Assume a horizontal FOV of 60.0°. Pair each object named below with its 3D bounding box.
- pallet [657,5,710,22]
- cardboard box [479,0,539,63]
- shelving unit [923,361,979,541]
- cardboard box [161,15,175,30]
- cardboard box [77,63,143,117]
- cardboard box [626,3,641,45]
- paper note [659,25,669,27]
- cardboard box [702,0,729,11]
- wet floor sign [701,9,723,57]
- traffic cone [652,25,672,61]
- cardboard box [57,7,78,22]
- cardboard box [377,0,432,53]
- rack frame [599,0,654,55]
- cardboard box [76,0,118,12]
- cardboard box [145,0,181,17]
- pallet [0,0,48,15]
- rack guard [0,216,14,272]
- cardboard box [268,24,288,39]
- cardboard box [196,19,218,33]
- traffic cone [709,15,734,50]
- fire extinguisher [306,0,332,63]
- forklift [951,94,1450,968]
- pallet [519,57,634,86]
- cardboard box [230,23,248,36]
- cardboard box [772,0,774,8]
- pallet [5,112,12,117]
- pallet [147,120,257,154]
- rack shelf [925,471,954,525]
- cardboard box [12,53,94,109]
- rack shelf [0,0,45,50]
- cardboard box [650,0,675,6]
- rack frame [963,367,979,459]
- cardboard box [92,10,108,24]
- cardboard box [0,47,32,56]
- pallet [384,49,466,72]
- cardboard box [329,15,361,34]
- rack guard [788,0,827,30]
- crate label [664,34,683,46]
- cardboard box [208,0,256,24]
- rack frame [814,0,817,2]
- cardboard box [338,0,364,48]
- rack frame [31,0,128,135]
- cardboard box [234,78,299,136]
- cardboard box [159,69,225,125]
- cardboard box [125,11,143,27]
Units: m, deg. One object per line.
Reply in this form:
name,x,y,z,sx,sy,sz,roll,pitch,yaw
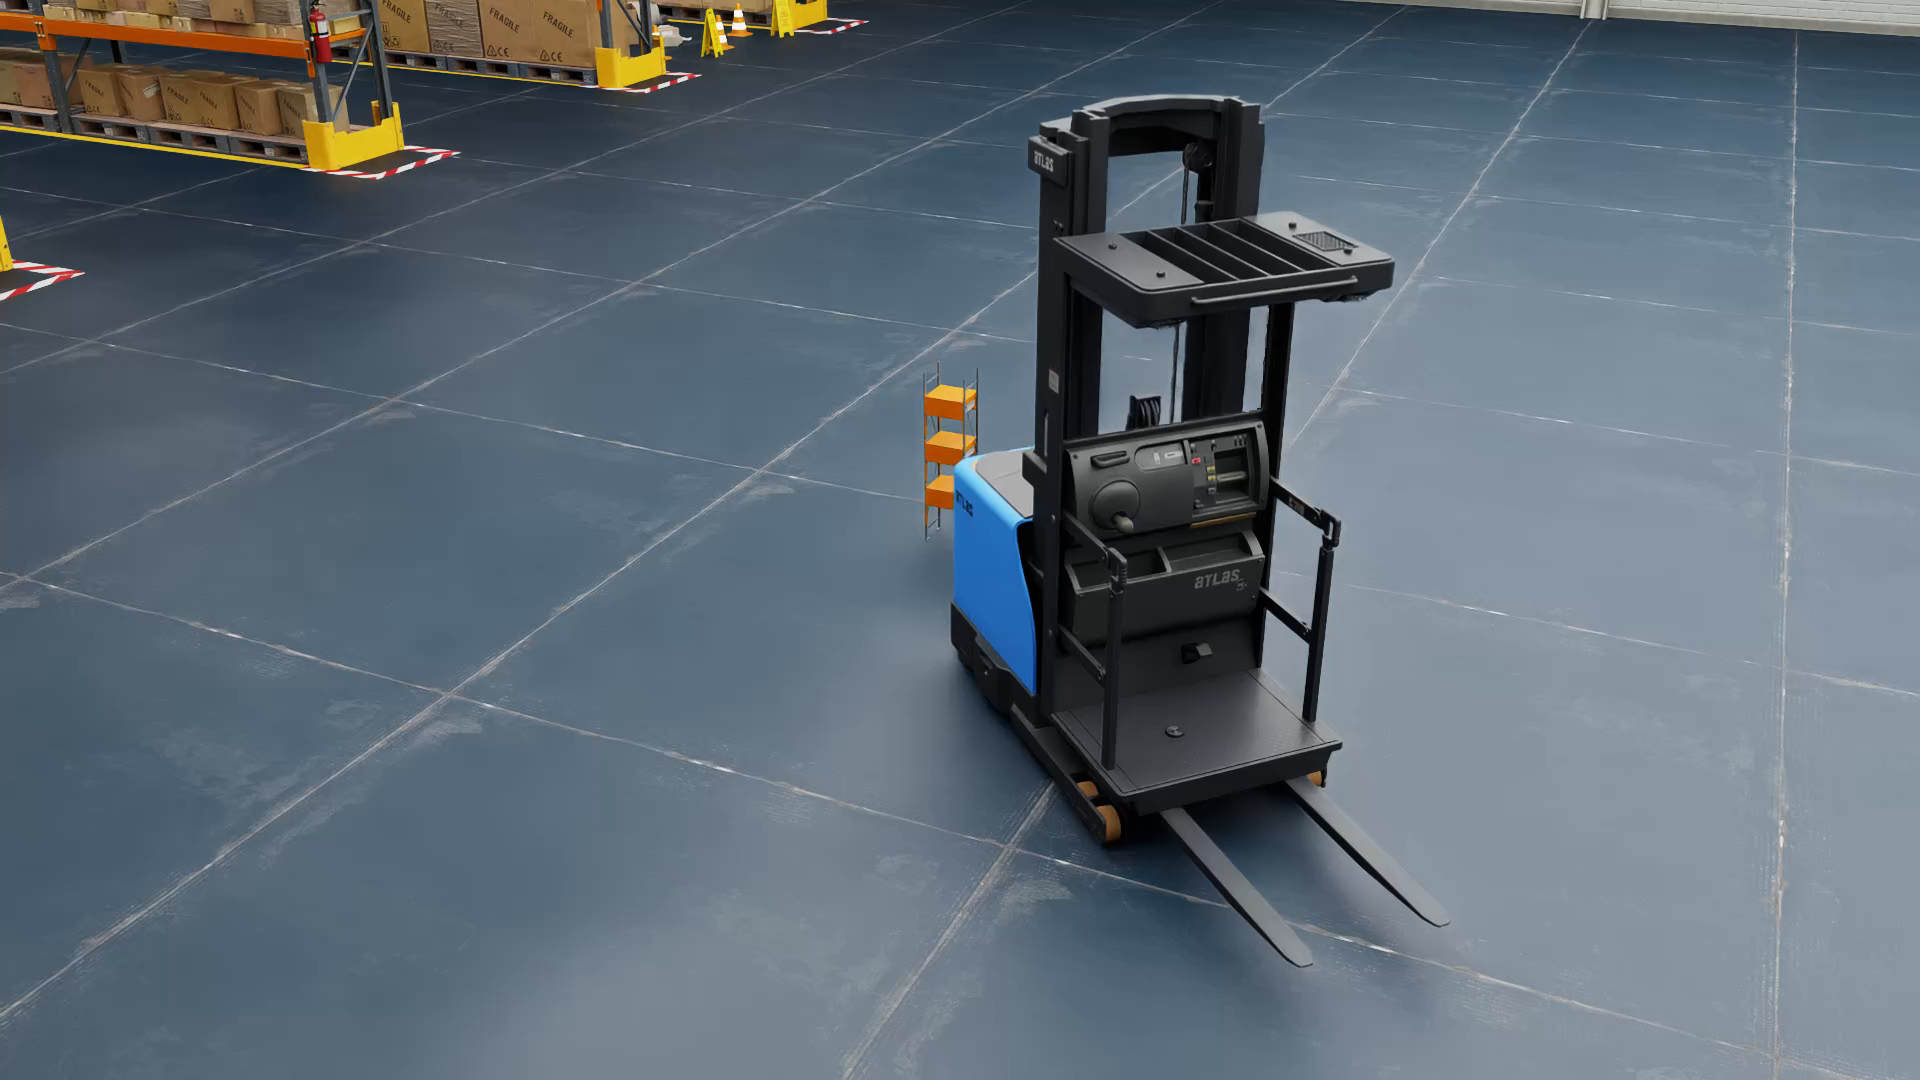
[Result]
pallet,-4.347,-8.670,27.121,1.213,0.211,1.003,11,28,22
cardboard box,-5.850,-7.005,22.511,0.875,0.875,0.875,11,28,21
shelving unit,-0.049,-0.481,9.538,0.252,1.050,0.215,11,28,22
cardboard box,-8.502,-5.698,18.212,0.250,0.149,0.380,11,28,22
cardboard box,-9.843,-5.245,19.362,0.500,0.500,0.500,10,28,20
cardboard box,-5.094,-7.704,24.828,0.637,0.503,0.797,-7,27,-14
paper note,-4.656,-8.082,26.131,0.148,0.019,0.142,2,26,4
cardboard box,-3.762,-8.613,26.486,0.500,0.250,0.500,11,28,22
wet floor sign,-3.558,-7.247,23.738,0.232,0.644,0.267,6,27,13
traffic cone,-4.299,-7.042,23.529,0.334,0.463,0.336,11,28,22
cardboard box,-9.897,-5.944,18.711,0.250,0.149,0.380,11,28,22
cardboard box,-7.501,-7.335,23.183,0.875,0.875,0.875,12,29,23
rack frame,-4.404,-7.512,21.612,0.127,3.000,1.000,11,28,22
cardboard box,-9.365,-6.233,18.564,0.500,0.500,0.875,11,28,22
cardboard box,-8.431,-6.074,18.242,0.500,0.500,0.875,11,28,22
pallet,-10.826,-6.380,19.529,1.213,0.211,1.003,11,28,22
rack guard,-8.688,-2.418,14.096,0.348,0.500,1.175,11,28,22
cardboard box,-7.121,-5.439,17.685,0.250,0.149,0.380,11,28,22
cardboard box,-8.038,-5.615,18.042,0.250,0.149,0.380,11,28,22
traffic cone,-3.522,-7.434,24.326,0.334,0.463,0.336,11,28,22
fire extinguisher,-6.635,-5.295,17.197,0.183,0.674,0.296,11,28,22
forklift,0.979,-0.229,6.896,1.130,2.935,3.031,-10,28,-20
pallet,-5.164,-6.376,22.461,1.213,0.211,1.003,11,28,22
cardboard box,-7.591,-5.515,17.841,0.250,0.149,0.380,11,28,22
cardboard box,-3.067,-8.734,26.732,0.500,0.250,0.500,11,28,21
pallet,-12.014,-5.381,20.440,1.213,0.211,1.003,11,28,22
pallet,-8.450,-4.685,19.028,1.213,0.211,1.003,11,28,22
rack shelf,-0.049,-0.222,9.665,0.240,0.259,0.215,11,28,22
cardboard box,-10.740,-5.464,19.785,0.500,0.500,0.700,9,28,18
rack shelf,-12.011,-6.310,19.986,4.000,0.370,1.077,11,28,22
cardboard box,-4.688,-8.802,26.869,0.500,0.250,0.500,11,28,21
rack frame,0.062,-0.458,9.493,0.008,1.050,0.200,11,28,22
cardboard box,-9.426,-5.867,18.555,0.250,0.149,0.380,11,28,22
cardboard box,-11.676,-5.661,20.185,0.500,0.500,0.700,9,28,17
pallet,-7.385,-6.822,23.367,1.213,0.211,1.003,11,28,22
cardboard box,-6.710,-5.571,17.955,0.250,0.149,0.380,11,28,22
rack guard,-2.516,-8.413,26.272,0.348,0.500,1.175,11,28,22
crate label,-4.263,-7.407,24.639,0.298,0.136,0.250,-2,26,-5
cardboard box,-7.543,-5.869,17.825,0.500,0.500,0.875,11,28,22
rack frame,-2.447,-9.521,25.692,0.127,3.000,1.000,11,28,22
cardboard box,-8.647,-7.500,23.659,0.750,0.750,1.050,11,28,22
rack frame,-10.190,-6.268,19.084,0.127,3.000,1.000,11,28,22
cardboard box,-7.669,-4.820,18.498,0.500,0.500,0.500,20,33,35
cardboard box,-8.720,-5.062,18.989,0.500,0.500,0.500,9,28,17
cardboard box,-8.971,-5.776,18.370,0.250,0.149,0.380,11,28,22
